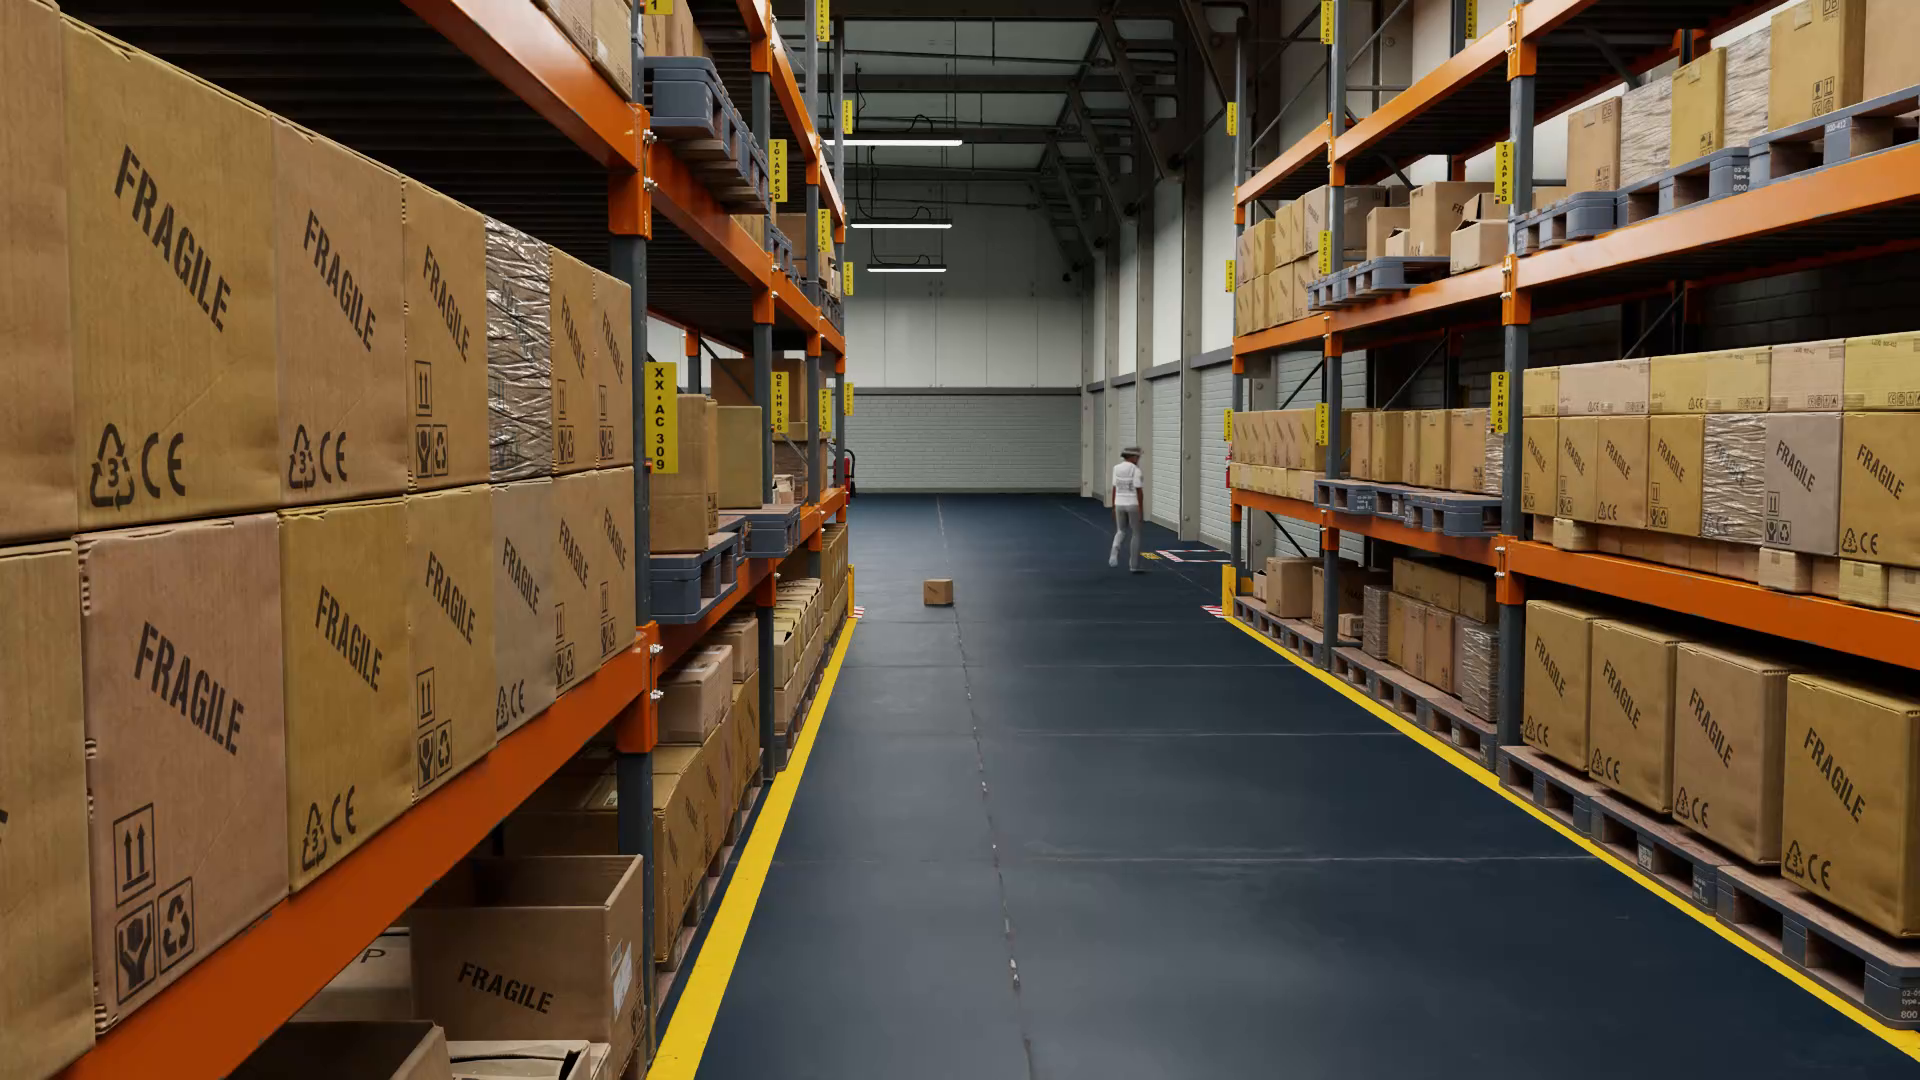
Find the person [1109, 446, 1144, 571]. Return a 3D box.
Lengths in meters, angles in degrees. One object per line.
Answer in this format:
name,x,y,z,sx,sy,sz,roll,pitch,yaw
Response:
person,2.211,-0.406,21.822,0.469,1.656,0.555,3,5,35
